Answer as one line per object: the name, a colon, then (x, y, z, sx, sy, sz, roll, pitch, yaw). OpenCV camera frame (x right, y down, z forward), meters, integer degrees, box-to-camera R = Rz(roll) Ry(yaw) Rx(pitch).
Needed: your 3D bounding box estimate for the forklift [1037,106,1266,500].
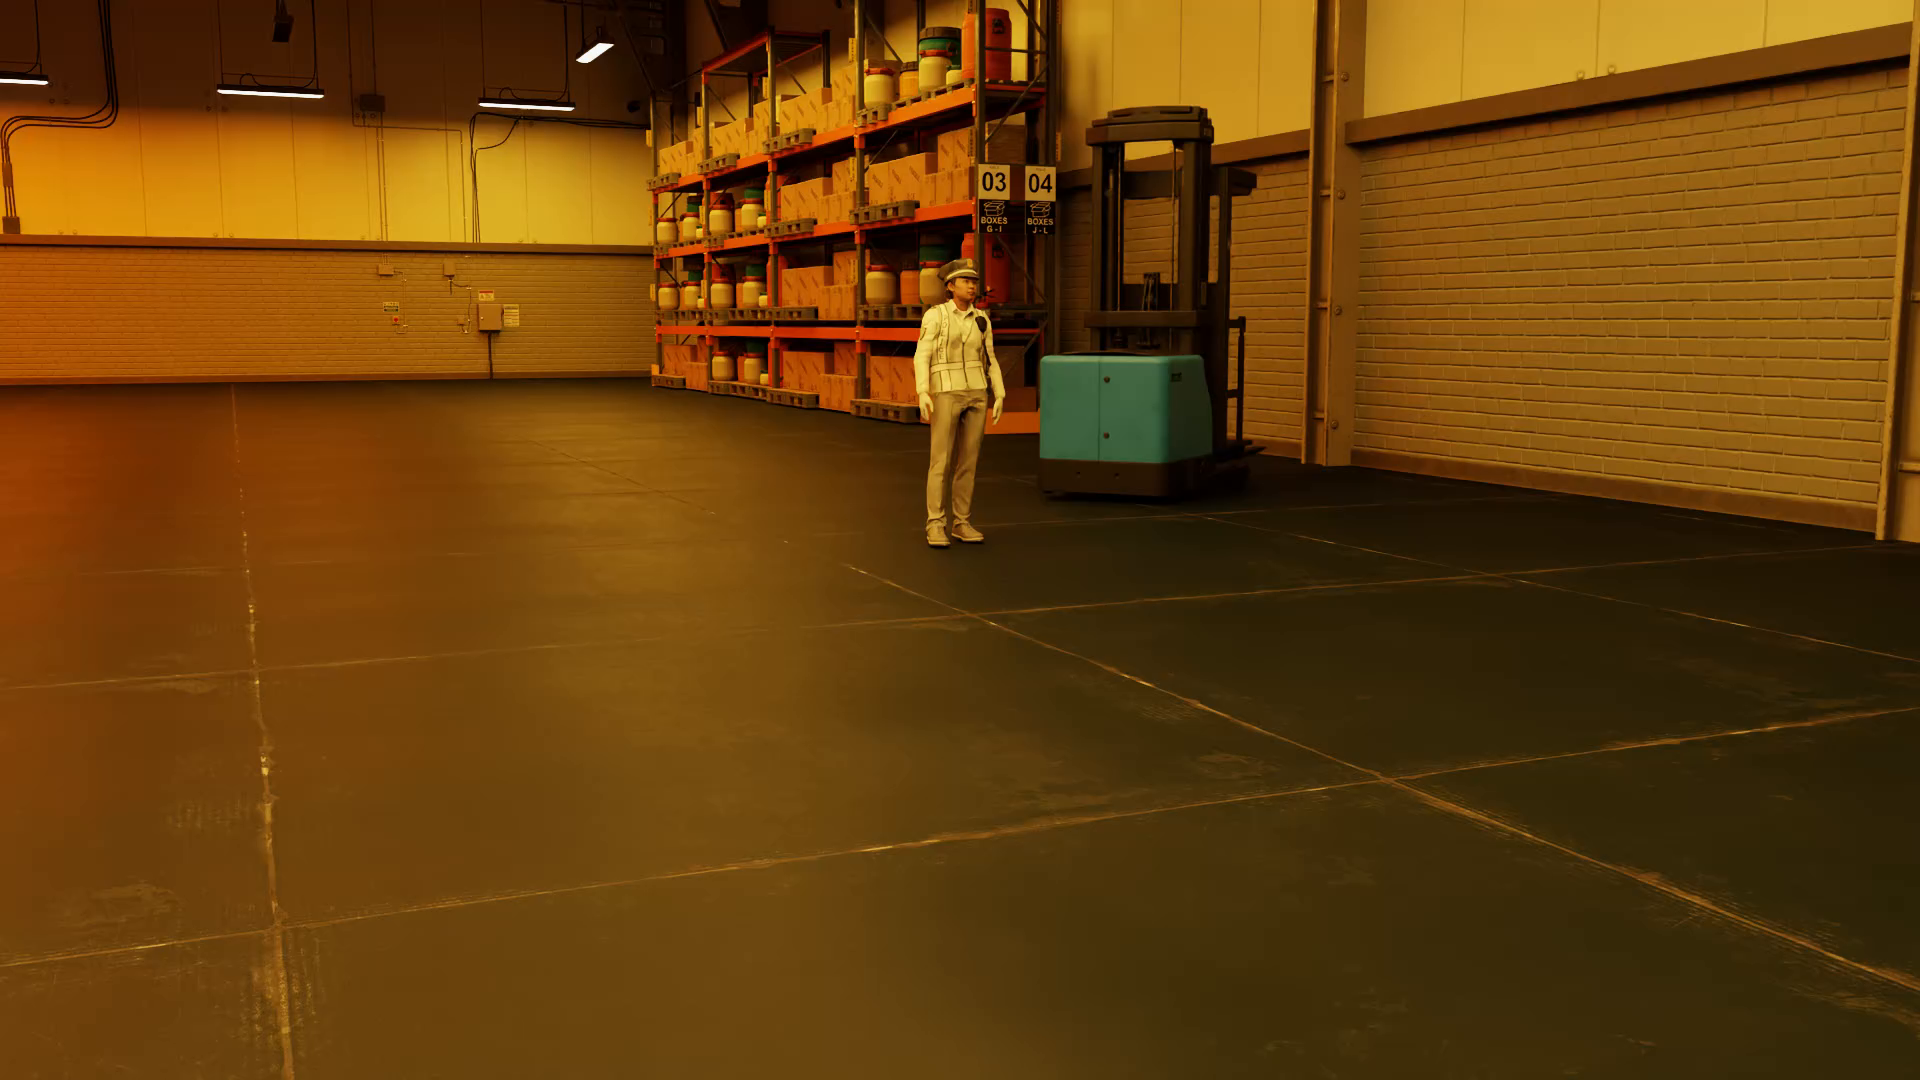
forklift: (1.705, -1.897, 13.333, 1.130, 2.935, 3.031, 4, 8, 27)

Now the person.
person: (0.021, -0.839, 9.979, 0.588, 1.696, 0.533, -3, 8, -23)
